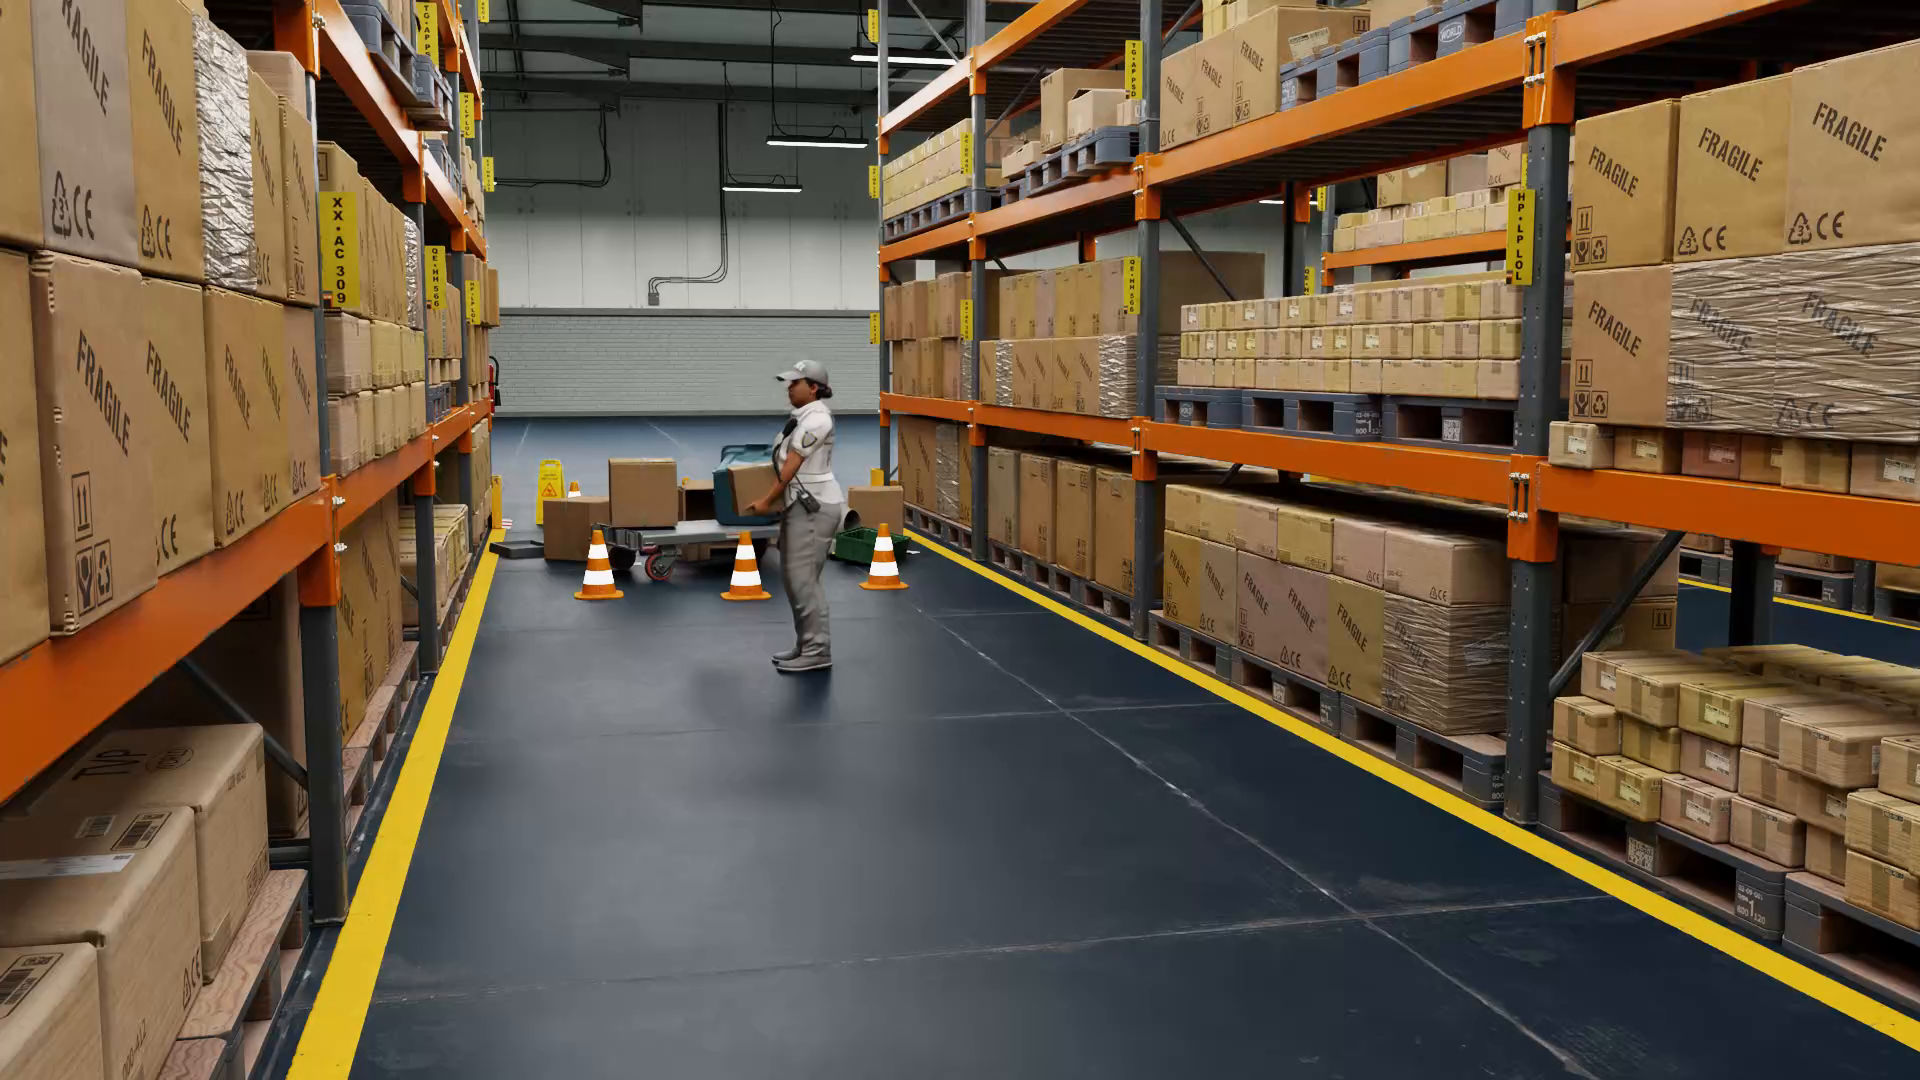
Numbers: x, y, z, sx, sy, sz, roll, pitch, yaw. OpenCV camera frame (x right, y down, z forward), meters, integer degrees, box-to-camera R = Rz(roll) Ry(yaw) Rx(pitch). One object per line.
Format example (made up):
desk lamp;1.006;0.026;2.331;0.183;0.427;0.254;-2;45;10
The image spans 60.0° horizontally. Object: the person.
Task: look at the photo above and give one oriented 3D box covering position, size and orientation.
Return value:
person;2.042;-4.627;30.075;16.727;6.007;40.629;-2;6;-14
